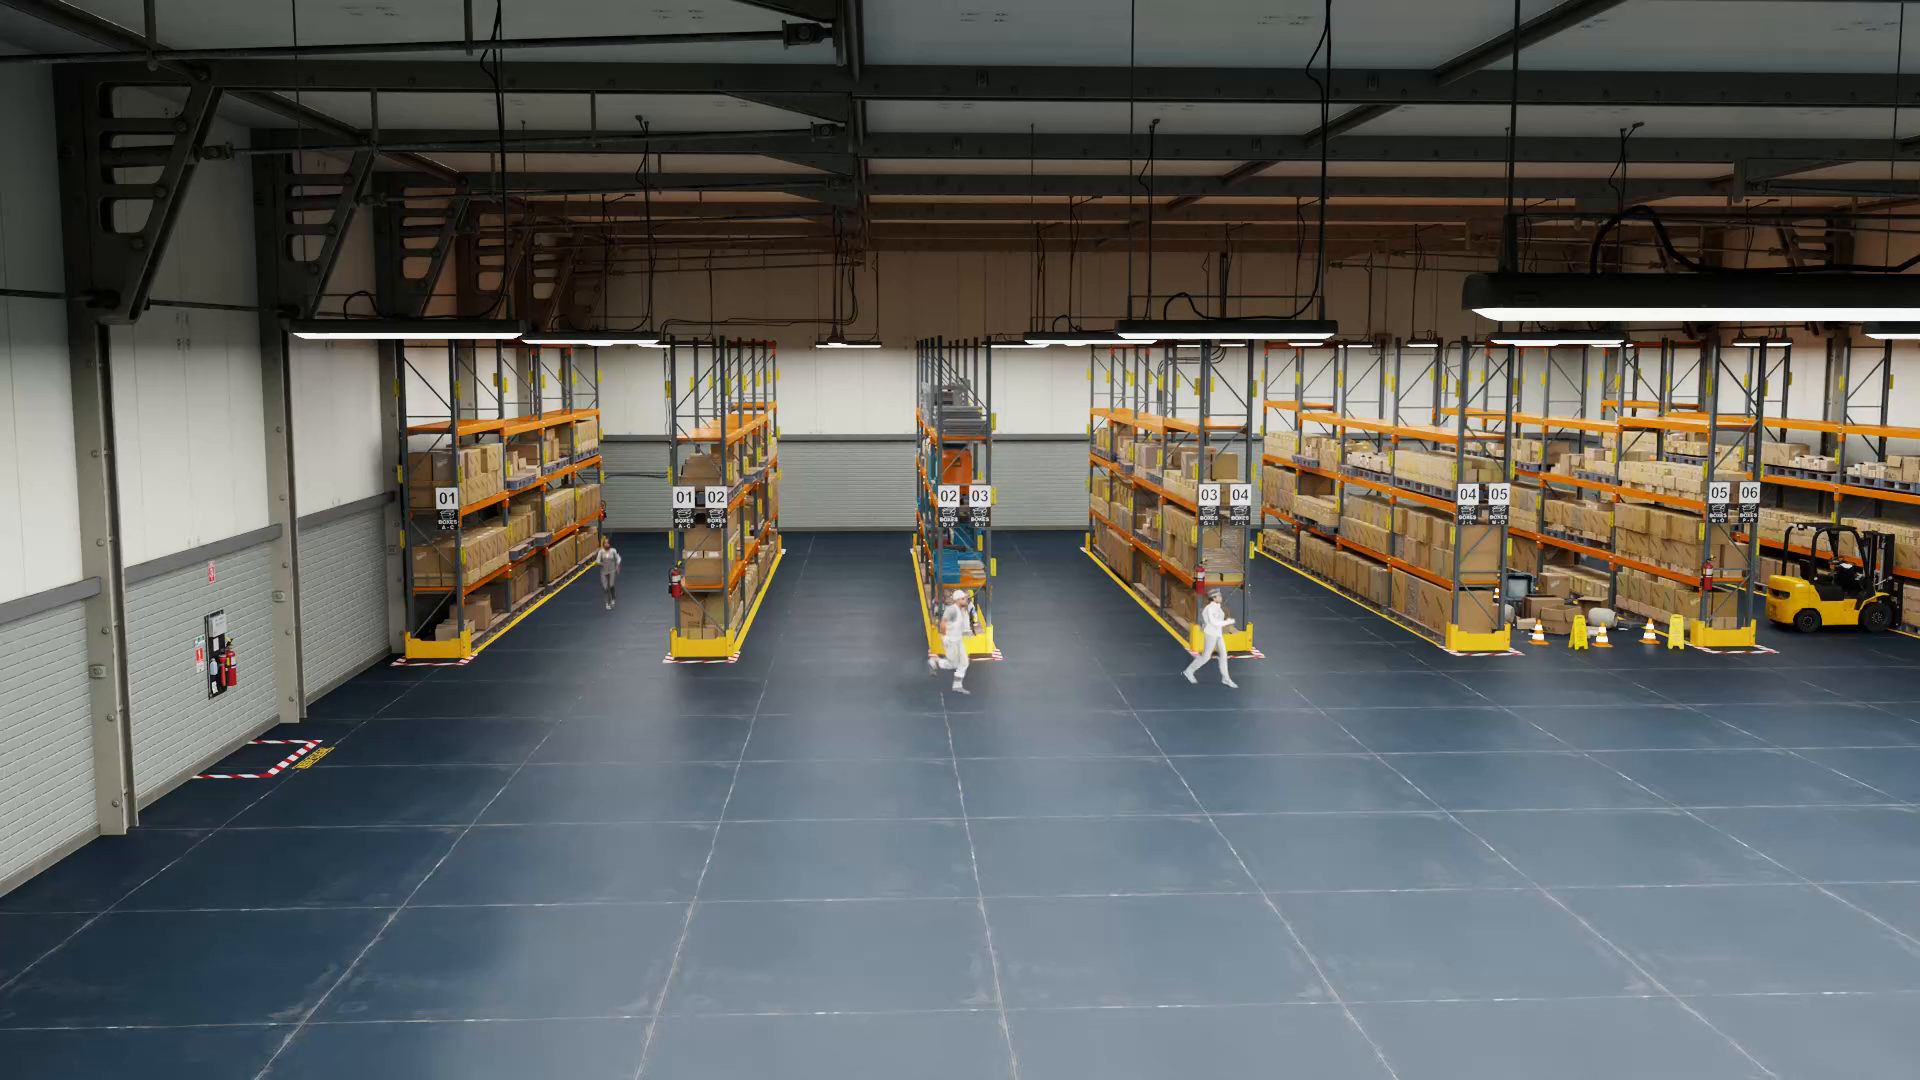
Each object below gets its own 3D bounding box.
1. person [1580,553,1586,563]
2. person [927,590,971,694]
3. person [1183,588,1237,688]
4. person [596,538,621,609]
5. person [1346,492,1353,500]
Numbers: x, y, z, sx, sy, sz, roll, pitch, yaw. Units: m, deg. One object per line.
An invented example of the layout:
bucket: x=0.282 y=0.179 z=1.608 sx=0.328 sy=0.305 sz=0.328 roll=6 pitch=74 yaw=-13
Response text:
person: x=16.494 y=-0.157 z=44.512 sx=0.593 sy=1.720 sz=0.759 roll=-2 pitch=7 yaw=-14
person: x=-0.177 y=1.704 z=28.019 sx=0.776 sy=1.751 sz=0.683 roll=3 pitch=7 yaw=26
person: x=4.280 y=1.647 z=28.312 sx=0.919 sy=1.702 sz=0.598 roll=3 pitch=7 yaw=22
person: x=-7.790 y=0.745 z=36.831 sx=0.510 sy=1.570 sz=0.636 roll=-1 pitch=7 yaw=-7
person: x=11.114 y=-0.504 z=47.338 sx=0.553 sy=1.697 sz=0.909 roll=-4 pitch=8 yaw=-31
